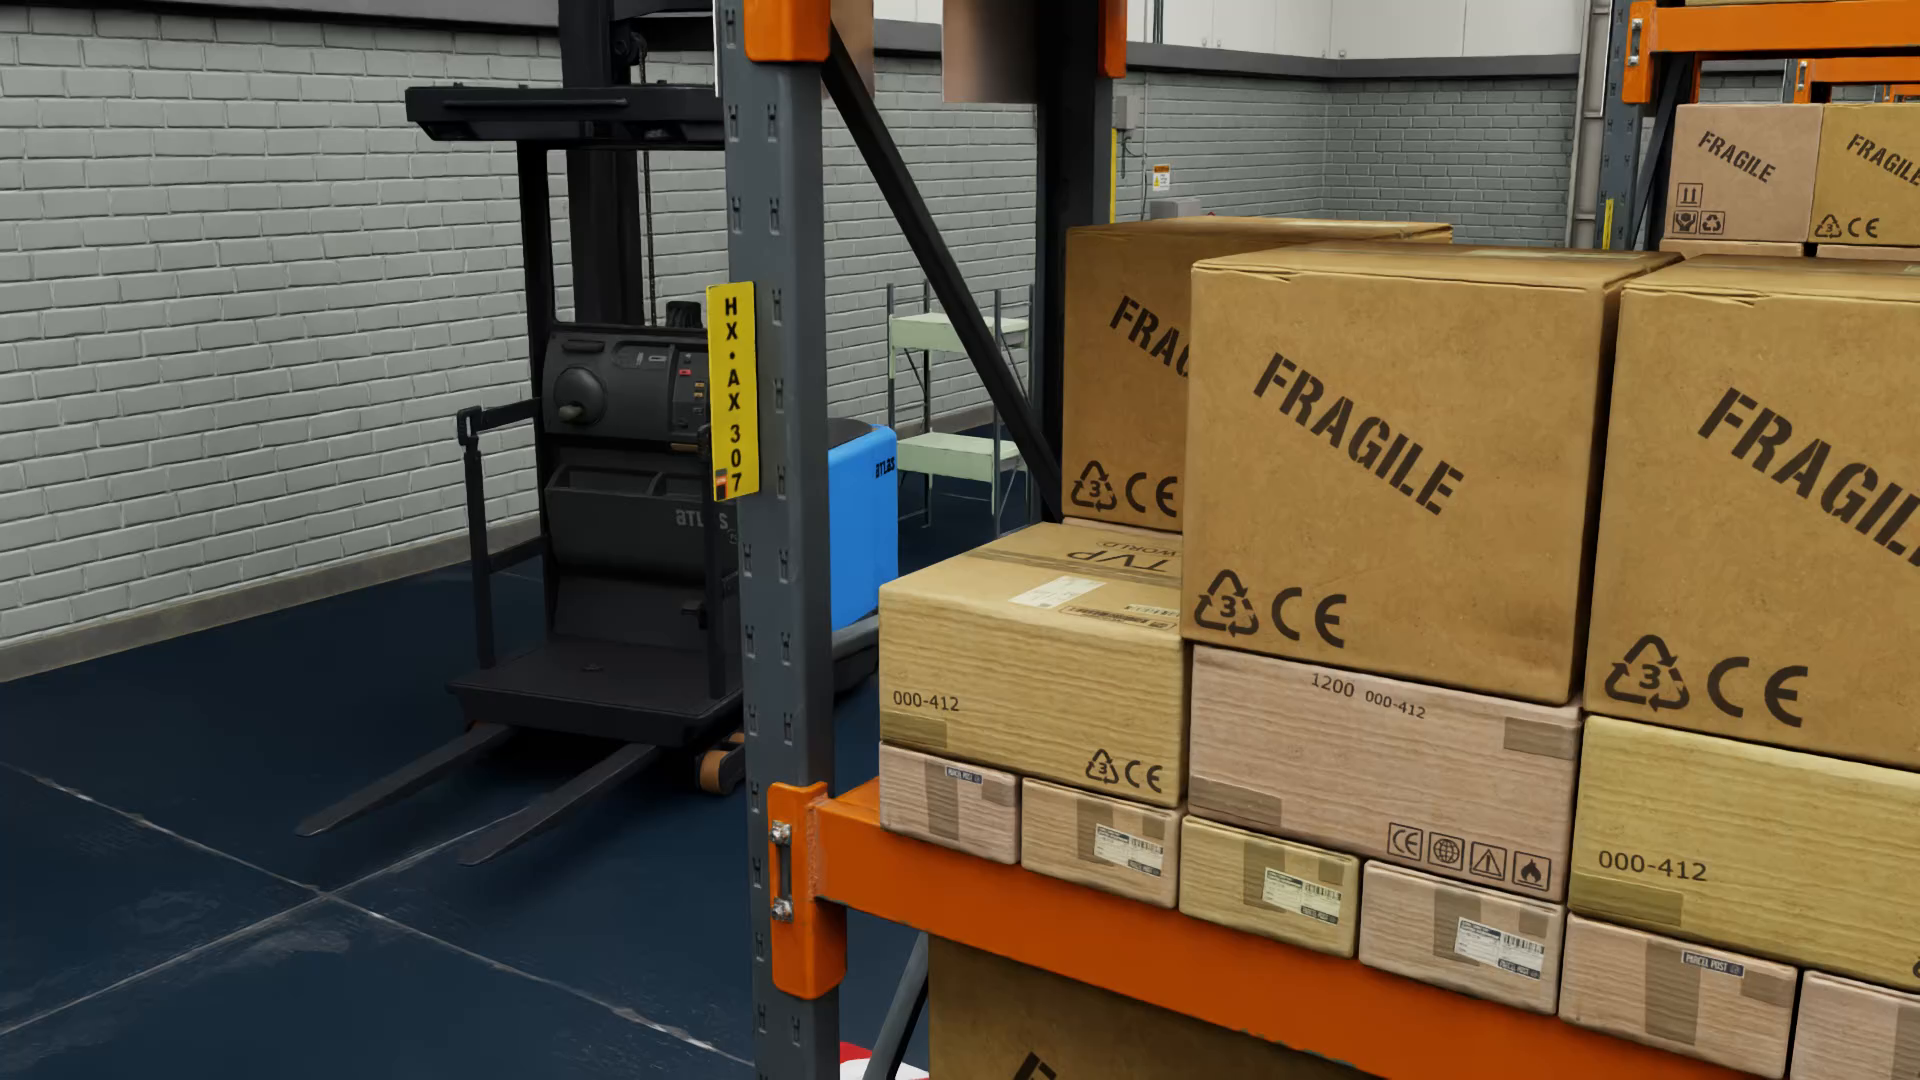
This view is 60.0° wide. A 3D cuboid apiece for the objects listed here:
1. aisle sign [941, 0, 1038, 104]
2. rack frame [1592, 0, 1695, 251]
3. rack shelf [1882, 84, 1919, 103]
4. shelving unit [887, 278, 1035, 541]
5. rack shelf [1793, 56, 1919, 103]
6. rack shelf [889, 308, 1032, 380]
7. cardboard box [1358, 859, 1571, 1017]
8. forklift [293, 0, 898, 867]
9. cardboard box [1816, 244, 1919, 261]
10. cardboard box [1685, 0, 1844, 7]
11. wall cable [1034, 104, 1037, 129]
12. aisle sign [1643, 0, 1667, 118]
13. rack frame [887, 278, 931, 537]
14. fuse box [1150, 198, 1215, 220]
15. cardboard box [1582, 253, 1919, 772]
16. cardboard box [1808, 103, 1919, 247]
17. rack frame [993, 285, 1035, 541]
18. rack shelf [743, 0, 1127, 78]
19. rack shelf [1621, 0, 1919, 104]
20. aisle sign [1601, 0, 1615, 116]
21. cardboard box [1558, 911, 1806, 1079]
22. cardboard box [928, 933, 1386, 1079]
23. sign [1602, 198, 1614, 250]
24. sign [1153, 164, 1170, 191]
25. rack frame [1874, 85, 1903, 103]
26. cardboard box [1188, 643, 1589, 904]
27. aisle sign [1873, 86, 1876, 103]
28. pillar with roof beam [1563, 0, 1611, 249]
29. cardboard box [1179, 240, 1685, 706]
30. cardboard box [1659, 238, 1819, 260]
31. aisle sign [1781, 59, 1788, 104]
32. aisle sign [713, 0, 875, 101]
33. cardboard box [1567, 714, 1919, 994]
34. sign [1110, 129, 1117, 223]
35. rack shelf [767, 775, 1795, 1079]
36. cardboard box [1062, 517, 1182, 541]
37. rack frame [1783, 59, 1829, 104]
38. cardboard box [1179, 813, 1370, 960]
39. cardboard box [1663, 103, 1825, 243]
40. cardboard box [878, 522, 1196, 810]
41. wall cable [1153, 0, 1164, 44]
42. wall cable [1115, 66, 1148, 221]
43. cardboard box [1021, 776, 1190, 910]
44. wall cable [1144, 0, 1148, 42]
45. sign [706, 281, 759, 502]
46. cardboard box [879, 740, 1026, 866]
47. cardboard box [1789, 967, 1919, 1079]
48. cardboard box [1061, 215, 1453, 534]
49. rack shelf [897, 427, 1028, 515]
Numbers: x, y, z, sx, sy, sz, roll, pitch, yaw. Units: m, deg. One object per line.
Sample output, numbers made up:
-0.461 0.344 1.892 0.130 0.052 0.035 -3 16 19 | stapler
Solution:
0.079 -1.208 3.051 0.004 0.787 0.394 9 17 33 | aisle sign
2.823 -0.852 7.023 0.127 3.000 1.000 9 17 33 | rack frame
9.928 -3.681 13.707 4.000 0.370 1.077 9 17 33 | rack shelf
0.006 -0.727 9.639 0.755 1.500 0.431 9 17 33 | shelving unit
7.161 -2.691 9.707 4.000 0.370 1.077 9 17 33 | rack shelf
0.006 -1.106 9.546 0.720 0.370 0.431 9 17 33 | rack shelf
0.725 0.462 2.238 0.250 0.149 0.380 9 16 32 | cardboard box
-1.250 -0.604 6.162 1.130 2.935 3.031 5 15 20 | forklift
3.500 -0.863 6.240 0.500 0.500 0.500 9 17 33 | cardboard box
3.053 -2.124 6.231 0.500 0.250 0.500 10 17 35 | cardboard box
0.810 -3.113 13.975 0.123 1.953 0.585 9 17 33 | wall cable
2.930 -2.184 6.992 0.004 0.787 0.394 9 17 33 | aisle sign
-0.298 -0.776 9.838 0.023 1.500 0.400 9 17 33 | rack frame
2.103 -2.378 15.868 0.414 1.711 0.539 9 17 33 | fuse box
1.067 -0.059 1.951 0.500 0.500 0.500 9 16 31 | cardboard box
3.470 -1.351 6.130 0.500 0.500 0.500 10 17 34 | cardboard box
0.309 -0.678 9.441 0.023 1.500 0.400 9 17 33 | rack frame
1.631 -0.715 1.725 4.000 0.370 1.077 9 17 33 | rack shelf
4.483 -1.691 5.665 4.000 0.370 1.077 9 17 33 | rack shelf
2.595 -2.064 6.508 0.004 0.787 0.394 9 17 33 | aisle sign
0.935 0.496 2.099 0.250 0.149 0.380 9 16 32 | cardboard box
0.547 1.021 3.005 0.875 0.875 0.875 9 17 33 | cardboard box
2.520 -1.164 6.482 0.005 0.325 0.100 9 17 33 | sign
1.901 -3.421 15.682 0.001 0.242 0.339 9 17 33 | sign
8.269 -2.843 15.065 0.127 3.000 1.000 9 17 33 | rack frame
0.654 0.238 2.311 0.500 0.250 0.500 9 16 32 | cardboard box
8.048 -4.055 14.553 0.004 0.787 0.394 9 17 33 | aisle sign
4.132 -5.438 13.063 0.400 9.000 9.100 9 17 33 | pillar with roof beam
0.633 -0.127 2.226 0.500 0.500 0.500 9 16 31 | cardboard box
3.041 -0.930 6.509 0.500 0.500 0.500 10 17 35 | cardboard box
5.280 -3.066 10.558 0.004 0.787 0.394 9 17 33 | aisle sign
-0.256 -1.088 2.568 0.004 0.787 0.394 9 17 33 | aisle sign
1.069 0.306 2.036 0.500 0.250 0.500 9 16 31 | cardboard box
0.285 -0.660 3.344 0.005 0.325 0.100 9 17 33 | sign
1.631 0.741 2.085 4.000 0.370 1.077 9 17 33 | rack shelf
0.521 0.064 3.016 0.500 0.250 0.500 9 16 32 | cardboard box
5.502 -1.853 11.065 0.127 3.000 1.000 9 17 33 | rack frame
0.508 0.427 2.378 0.250 0.149 0.380 9 16 31 | cardboard box
3.047 -1.417 6.398 0.500 0.500 0.500 9 17 32 | cardboard box
0.219 0.170 2.587 0.500 0.250 0.500 9 16 31 | cardboard box
2.633 -6.190 16.022 0.133 3.039 2.988 9 17 33 | wall cable
1.592 -3.382 15.127 0.122 1.984 0.588 9 17 33 | wall cable
0.295 0.393 2.517 0.250 0.149 0.380 9 16 32 | cardboard box
1.047 -5.621 13.803 0.029 3.000 2.355 9 17 33 | wall cable
-0.344 -0.225 2.525 0.005 0.325 0.100 9 17 33 | sign
0.081 0.359 2.655 0.250 0.149 0.380 9 17 33 | cardboard box
1.150 0.531 1.960 0.250 0.149 0.380 9 16 32 | cardboard box
0.522 -0.299 2.922 0.500 0.500 0.500 9 17 33 | cardboard box
0.006 -0.411 9.718 0.720 0.370 0.431 9 17 33 | rack shelf
